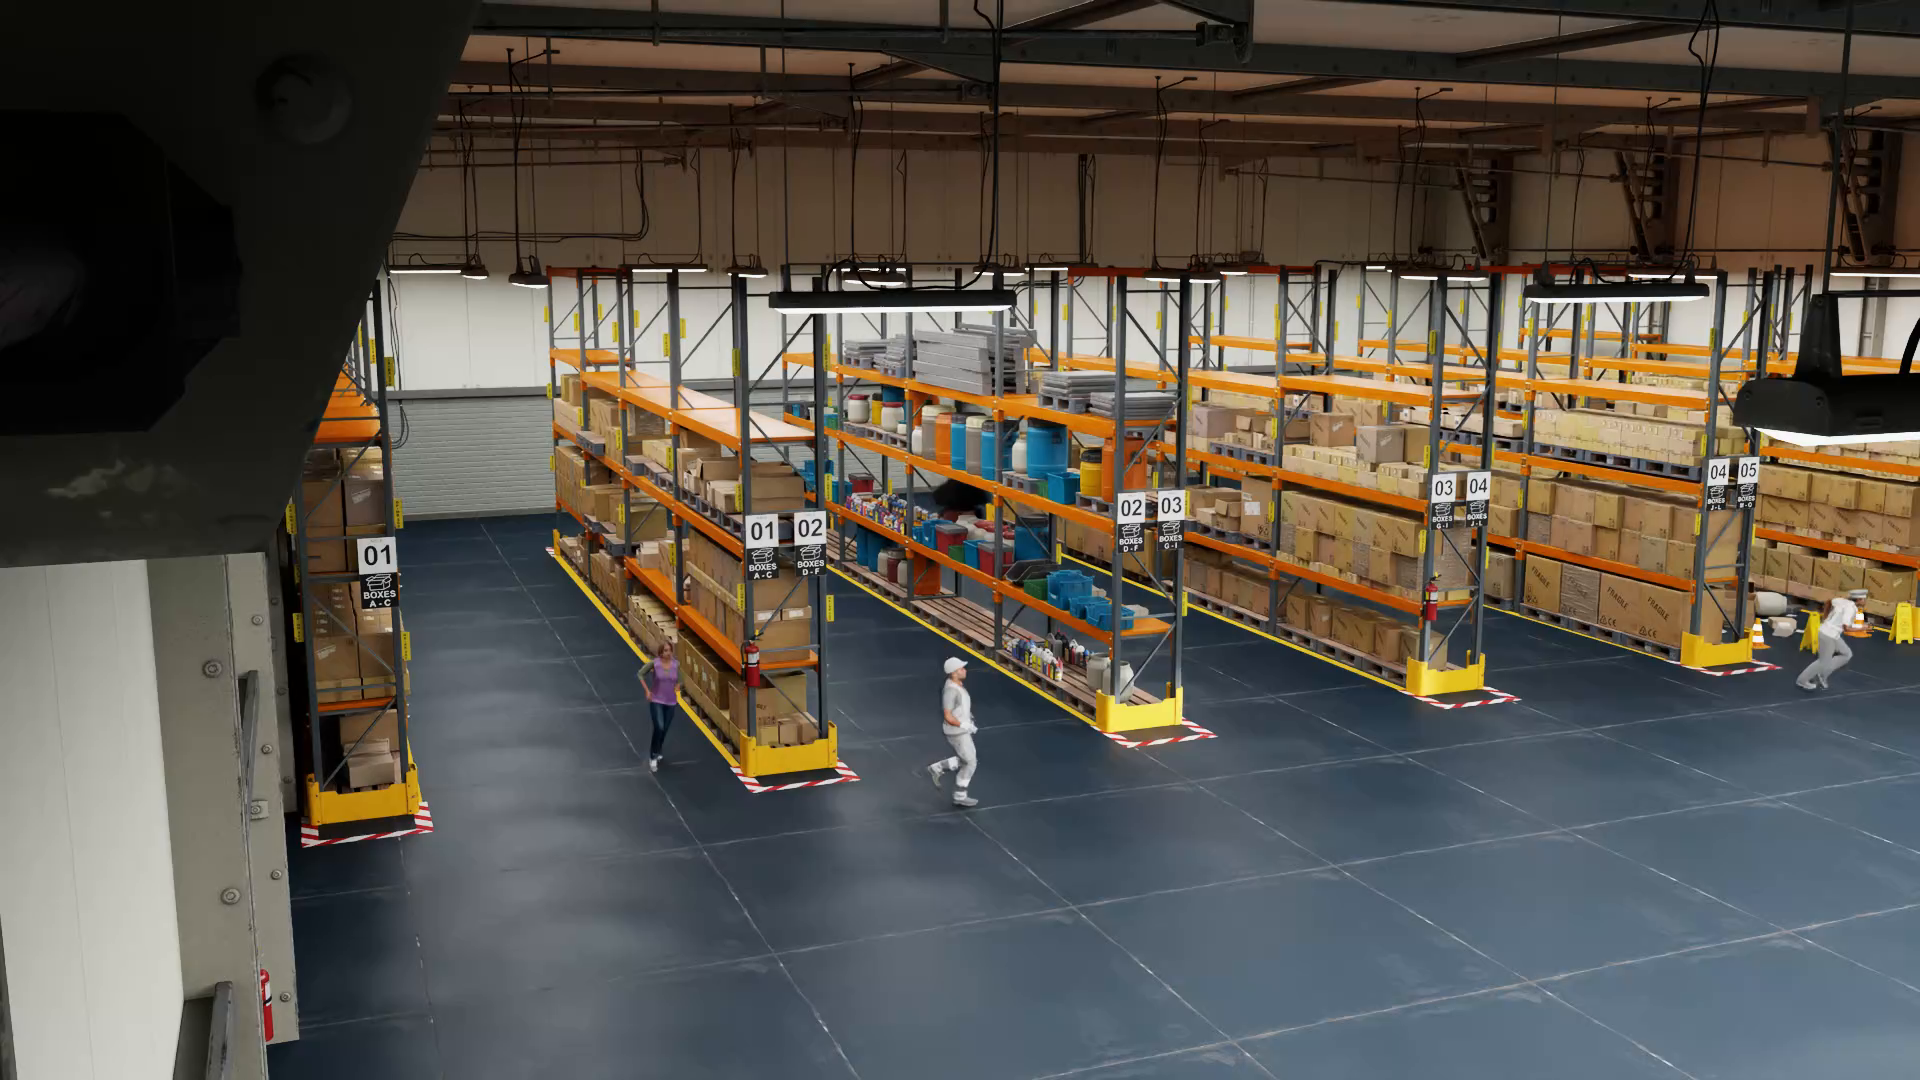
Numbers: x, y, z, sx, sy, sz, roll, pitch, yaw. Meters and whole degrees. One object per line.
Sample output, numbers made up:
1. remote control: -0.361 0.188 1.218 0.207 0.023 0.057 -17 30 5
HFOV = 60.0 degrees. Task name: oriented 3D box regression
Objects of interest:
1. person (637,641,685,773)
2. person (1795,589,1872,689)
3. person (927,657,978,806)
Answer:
1. person: -3.659 2.034 20.525 0.540 1.619 0.698 -5 11 -27
2. person: 12.666 1.423 24.096 0.911 1.506 0.608 4 11 21
3. person: -0.091 2.198 19.074 0.607 1.745 0.656 1 10 3
